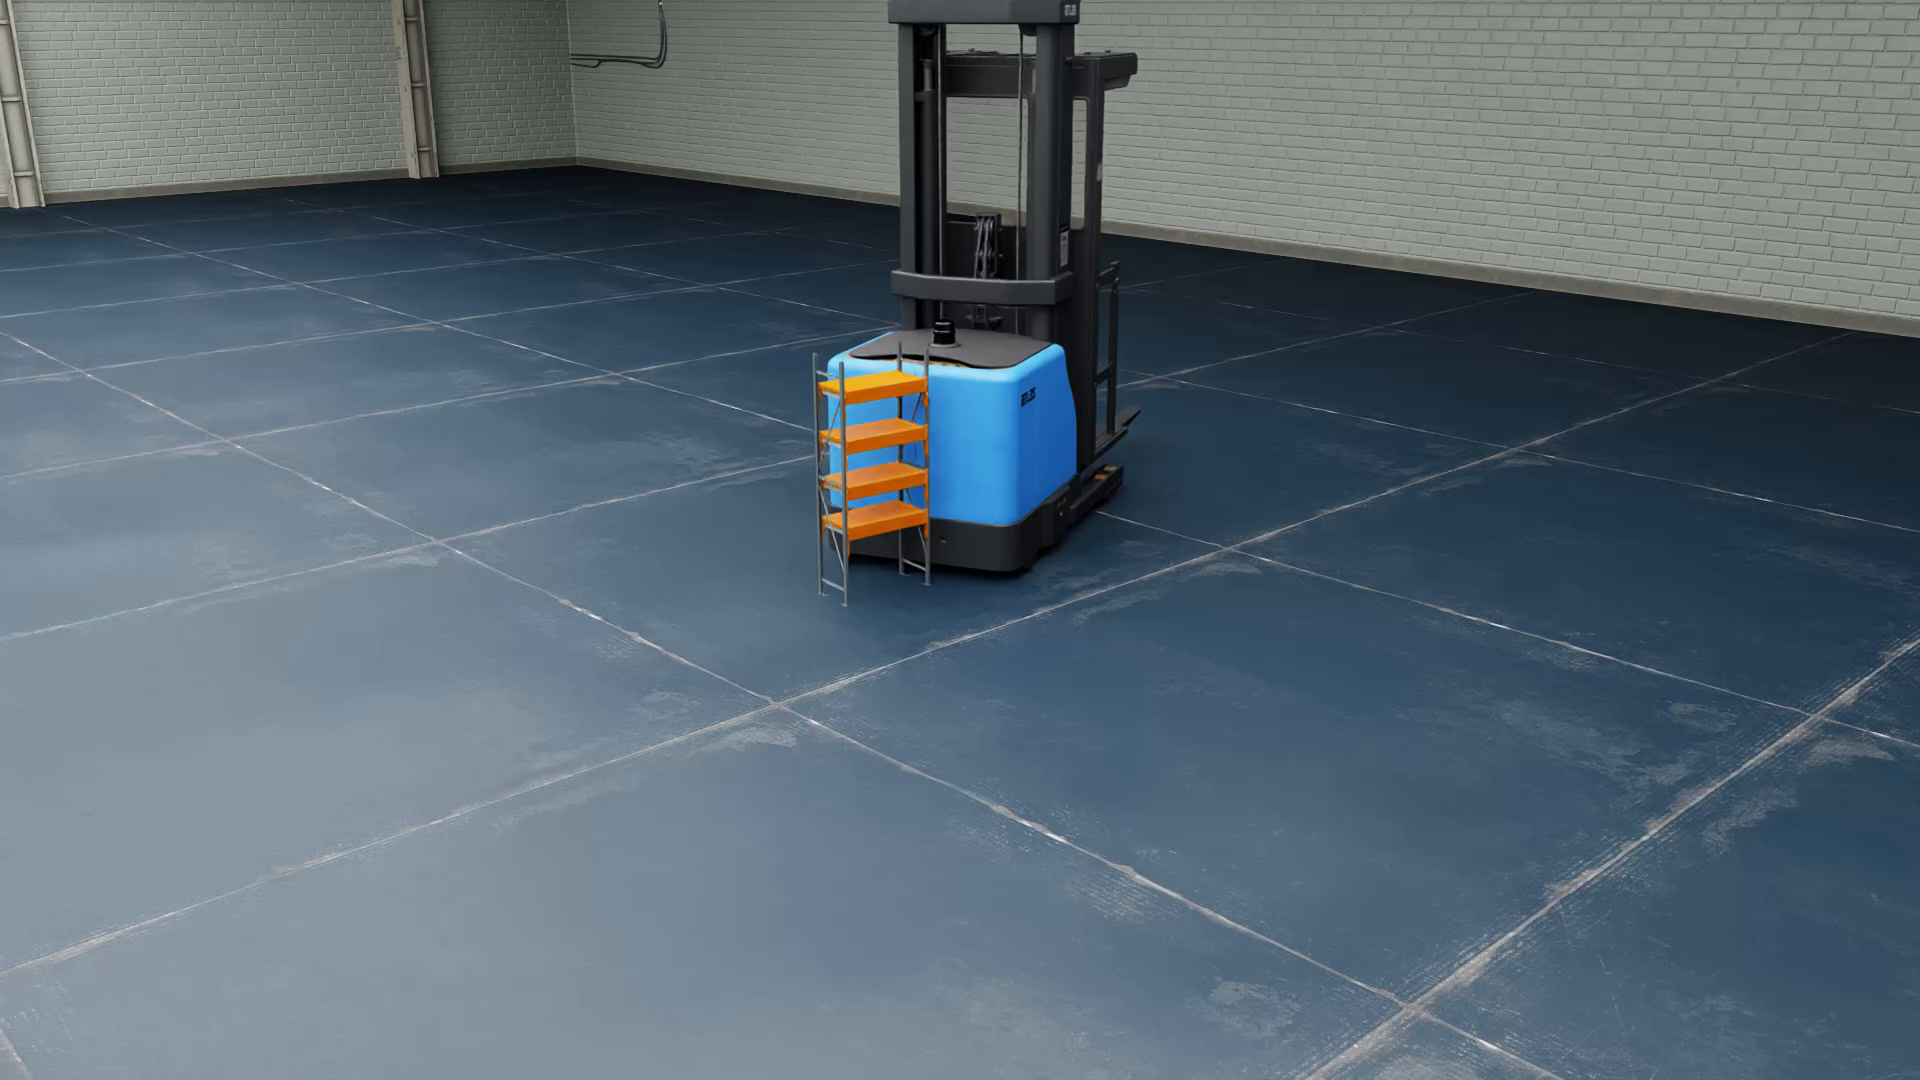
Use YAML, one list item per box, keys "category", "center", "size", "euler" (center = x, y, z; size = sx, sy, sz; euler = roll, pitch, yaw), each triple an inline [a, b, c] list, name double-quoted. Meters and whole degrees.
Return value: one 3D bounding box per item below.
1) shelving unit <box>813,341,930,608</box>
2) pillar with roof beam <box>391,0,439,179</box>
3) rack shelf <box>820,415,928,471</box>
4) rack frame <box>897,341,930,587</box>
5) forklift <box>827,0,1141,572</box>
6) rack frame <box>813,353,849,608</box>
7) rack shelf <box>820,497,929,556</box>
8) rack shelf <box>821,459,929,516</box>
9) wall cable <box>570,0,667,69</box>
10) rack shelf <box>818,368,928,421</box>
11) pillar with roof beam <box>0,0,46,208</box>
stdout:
- category: "shelving unit"
  center: [-0.419, -0.321, 8.029]
  size: [0.503, 1.200, 0.258]
  euler: [-14, 22, -36]
- category: "pillar with roof beam"
  center: [-5.907, -9.320, 23.139]
  size: [0.400, 9.000, 9.100]
  euler: [-16, 24, -41]
- category: "rack shelf"
  center: [-0.419, -0.470, 7.980]
  size: [0.480, 0.148, 0.258]
  euler: [-14, 22, -36]
- category: "rack frame"
  center: [-0.227, -0.367, 8.172]
  size: [0.015, 1.200, 0.240]
  euler: [-14, 22, -36]
- category: "forklift"
  center: [0.325, -1.652, 9.328]
  size: [1.130, 2.935, 3.031]
  euler: [7, 19, 20]
- category: "rack frame"
  center: [-0.611, -0.274, 7.885]
  size: [0.015, 1.200, 0.240]
  euler: [-14, 22, -36]
- category: "rack shelf"
  center: [-0.419, -0.068, 8.111]
  size: [0.480, 0.148, 0.258]
  euler: [-14, 22, -36]
- category: "rack shelf"
  center: [-0.419, -0.257, 8.049]
  size: [0.480, 0.148, 0.258]
  euler: [-14, 22, -36]
- category: "wall cable"
  center: [-5.816, -9.135, 27.604]
  size: [0.112, 2.526, 3.097]
  euler: [-16, 24, -41]
- category: "rack shelf"
  center: [-0.419, -0.695, 7.907]
  size: [0.480, 0.148, 0.258]
  euler: [-14, 22, -36]
- category: "pillar with roof beam"
  center: [-10.267, -8.048, 19.217]
  size: [0.400, 9.000, 9.100]
  euler: [-16, 24, -41]
